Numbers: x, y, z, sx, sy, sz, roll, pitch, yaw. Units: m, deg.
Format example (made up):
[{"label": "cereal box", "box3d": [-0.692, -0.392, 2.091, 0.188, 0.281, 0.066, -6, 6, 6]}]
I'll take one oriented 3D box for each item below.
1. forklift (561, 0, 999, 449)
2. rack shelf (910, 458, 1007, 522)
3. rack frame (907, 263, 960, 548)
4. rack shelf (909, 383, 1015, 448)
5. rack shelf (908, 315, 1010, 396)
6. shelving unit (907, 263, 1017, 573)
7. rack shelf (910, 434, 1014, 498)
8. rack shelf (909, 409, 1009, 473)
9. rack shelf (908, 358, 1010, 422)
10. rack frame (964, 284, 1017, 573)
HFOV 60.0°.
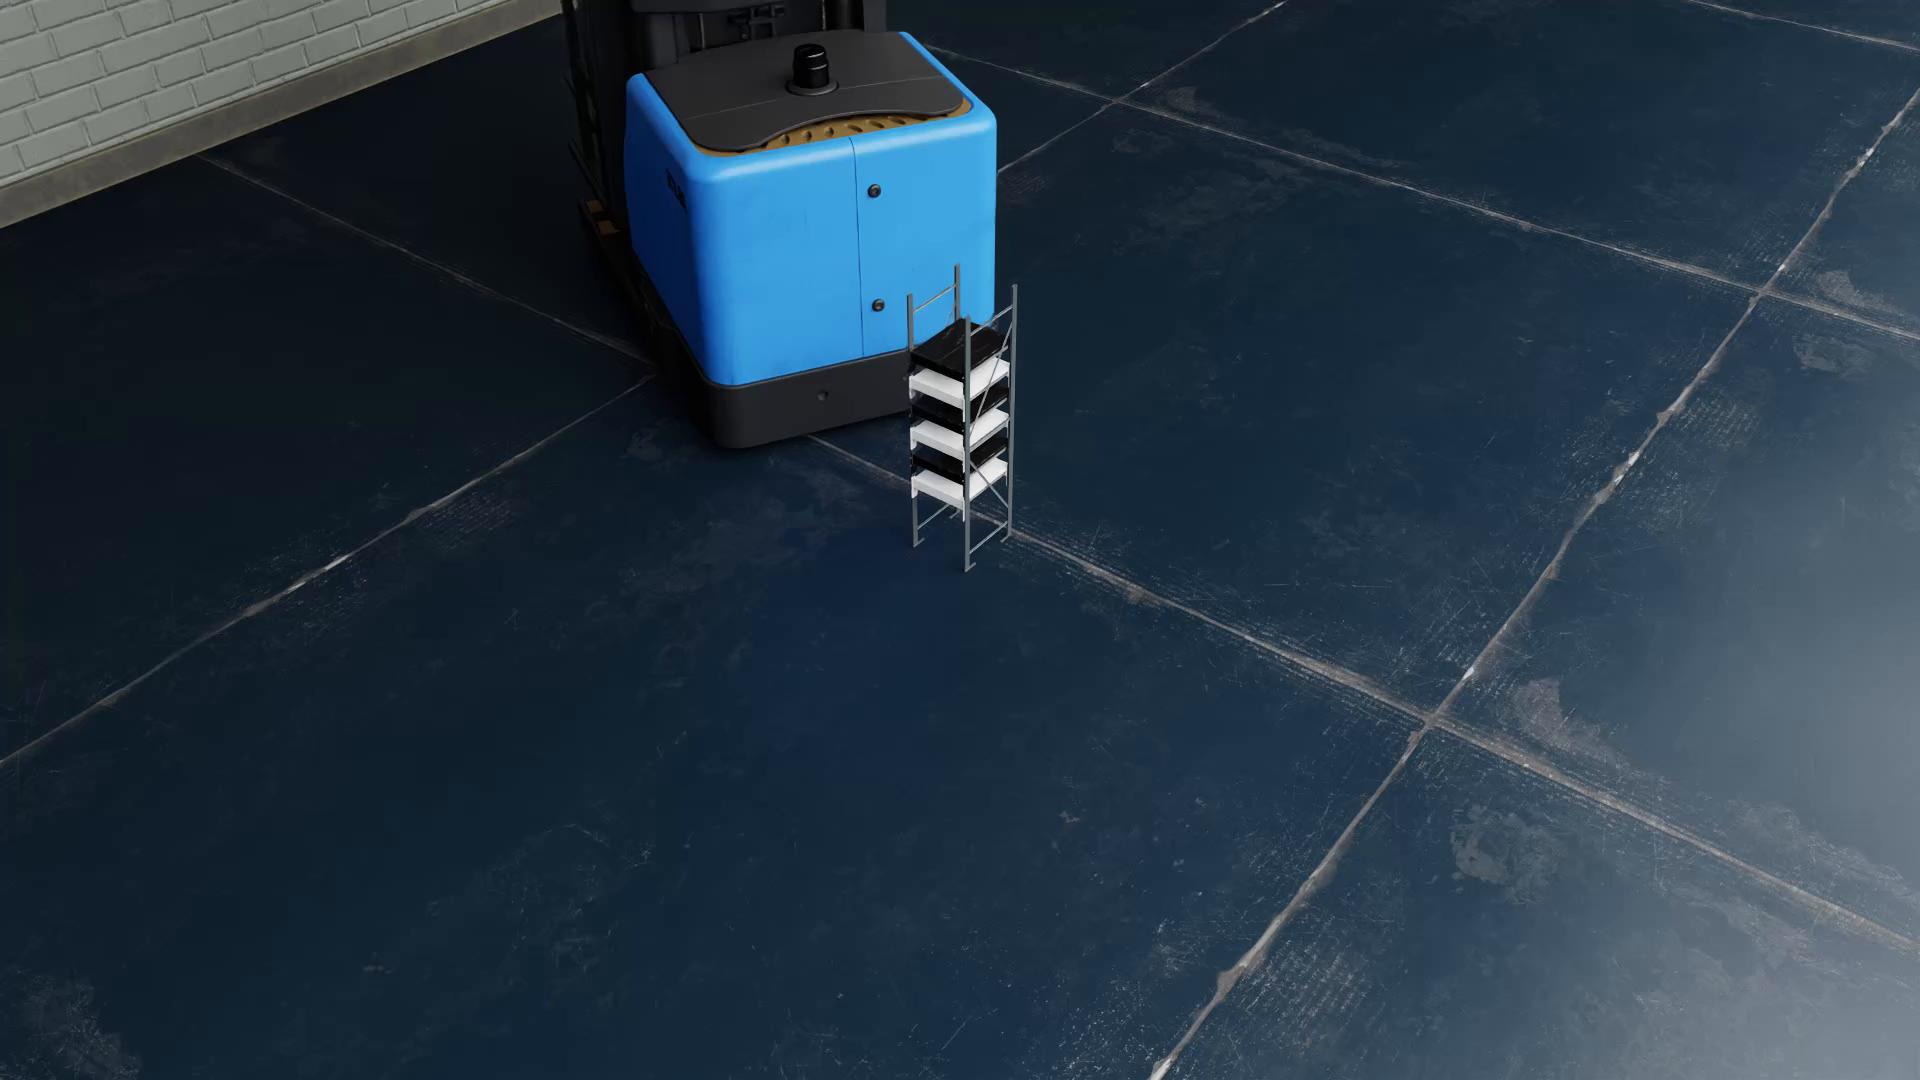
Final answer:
[{"label": "forklift", "box3d": [-0.912, -2.364, 5.892, 1.130, 2.935, 3.031, -15, 40, -18]}, {"label": "rack shelf", "box3d": [0.006, -0.183, 5.100, 0.200, 0.077, 0.258, 25, 45, 29]}, {"label": "rack frame", "box3d": [-0.074, -0.389, 5.017, 0.006, 0.900, 0.240, 25, 45, 29]}, {"label": "rack shelf", "box3d": [0.006, -0.396, 4.934, 0.200, 0.077, 0.258, 25, 45, 29]}, {"label": "rack shelf", "box3d": [0.006, -0.538, 4.823, 0.200, 0.077, 0.258, 25, 45, 29]}, {"label": "shelving unit", "box3d": [0.006, -0.351, 4.969, 0.210, 0.900, 0.258, 25, 45, 29]}, {"label": "rack shelf", "box3d": [0.006, -0.254, 5.045, 0.200, 0.077, 0.258, 25, 45, 29]}, {"label": "rack shelf", "box3d": [0.006, -0.325, 4.989, 0.200, 0.077, 0.258, 25, 45, 29]}, {"label": "rack shelf", "box3d": [0.006, -0.467, 4.878, 0.200, 0.077, 0.258, 25, 45, 29]}, {"label": "rack frame", "box3d": [0.087, -0.313, 4.920, 0.006, 0.900, 0.240, 25, 45, 29]}]
